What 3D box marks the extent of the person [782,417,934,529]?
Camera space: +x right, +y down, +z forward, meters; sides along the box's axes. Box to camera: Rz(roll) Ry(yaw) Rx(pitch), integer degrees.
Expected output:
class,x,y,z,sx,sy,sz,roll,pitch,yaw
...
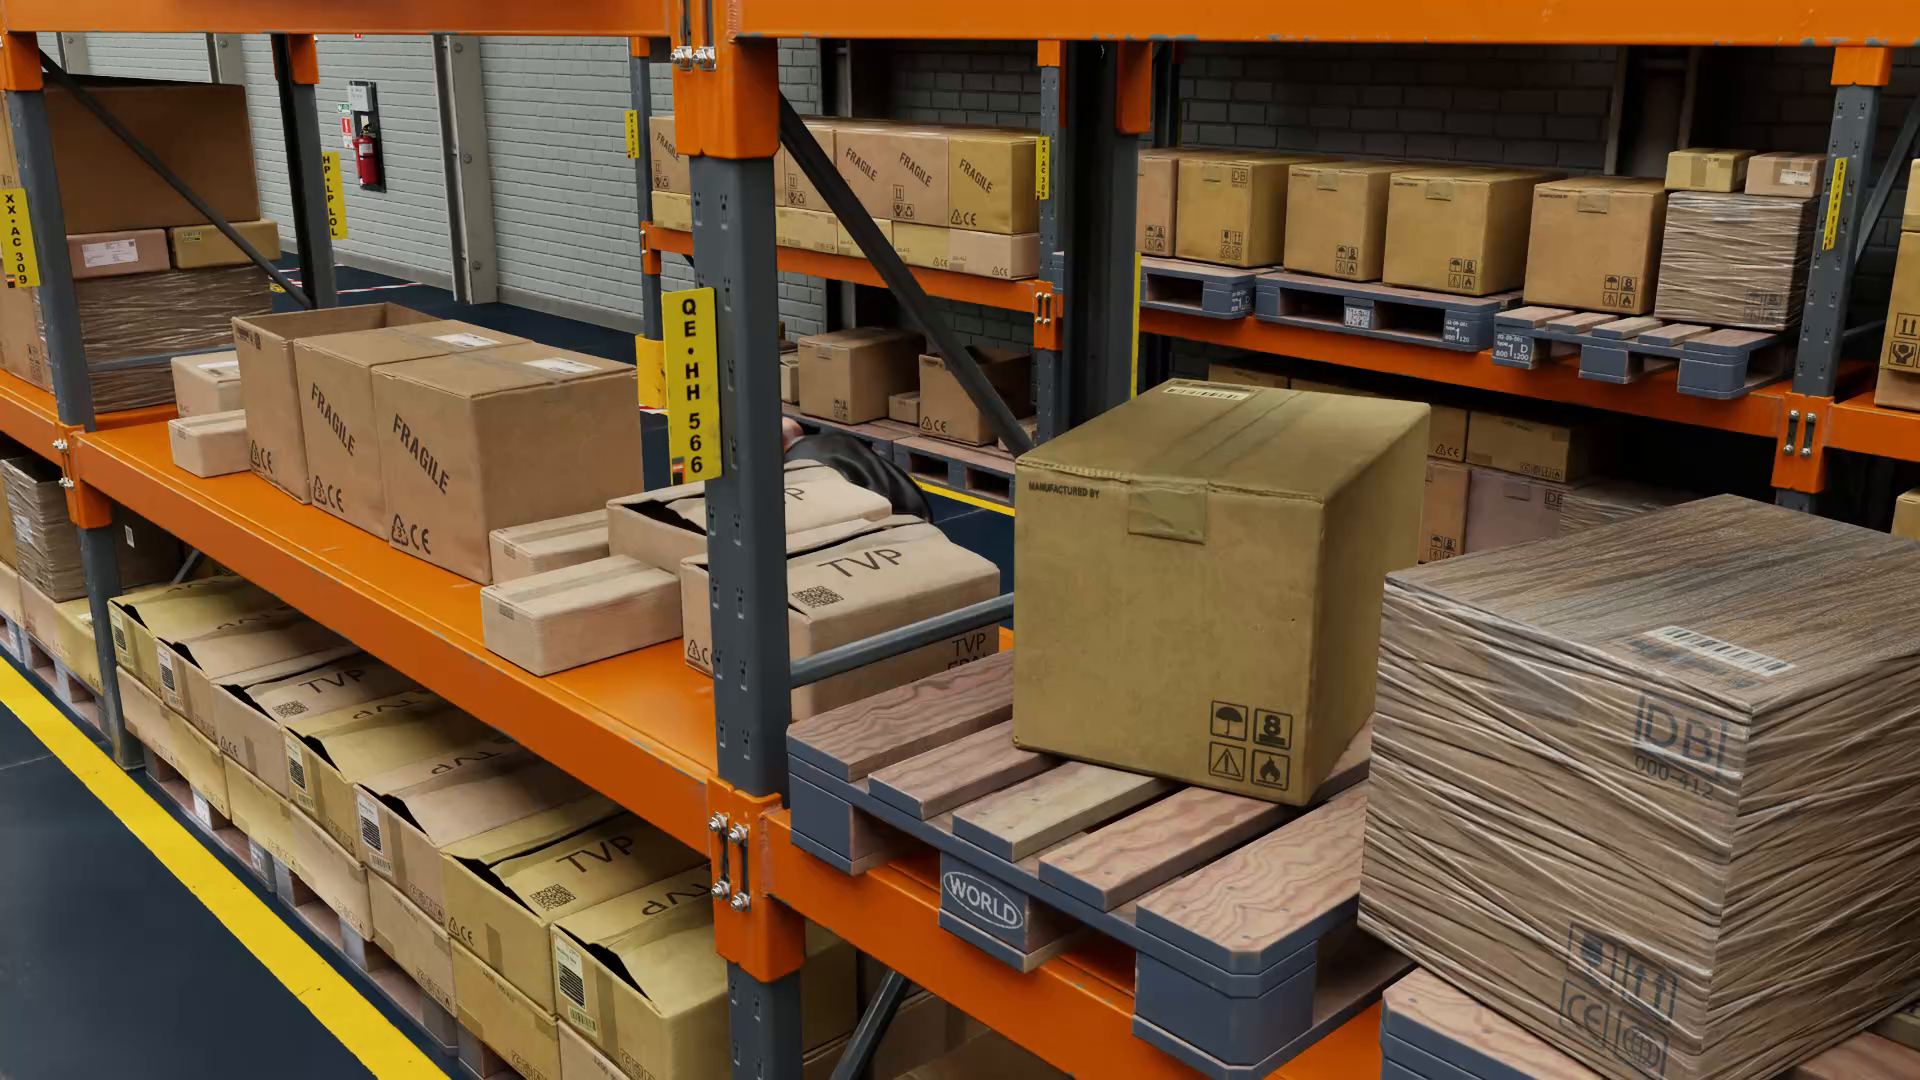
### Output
class,x,y,z,sx,sy,sz,roll,pitch,yaw
person,-0.532,-0.028,7.486,0.513,0.958,0.887,-16,24,-42
